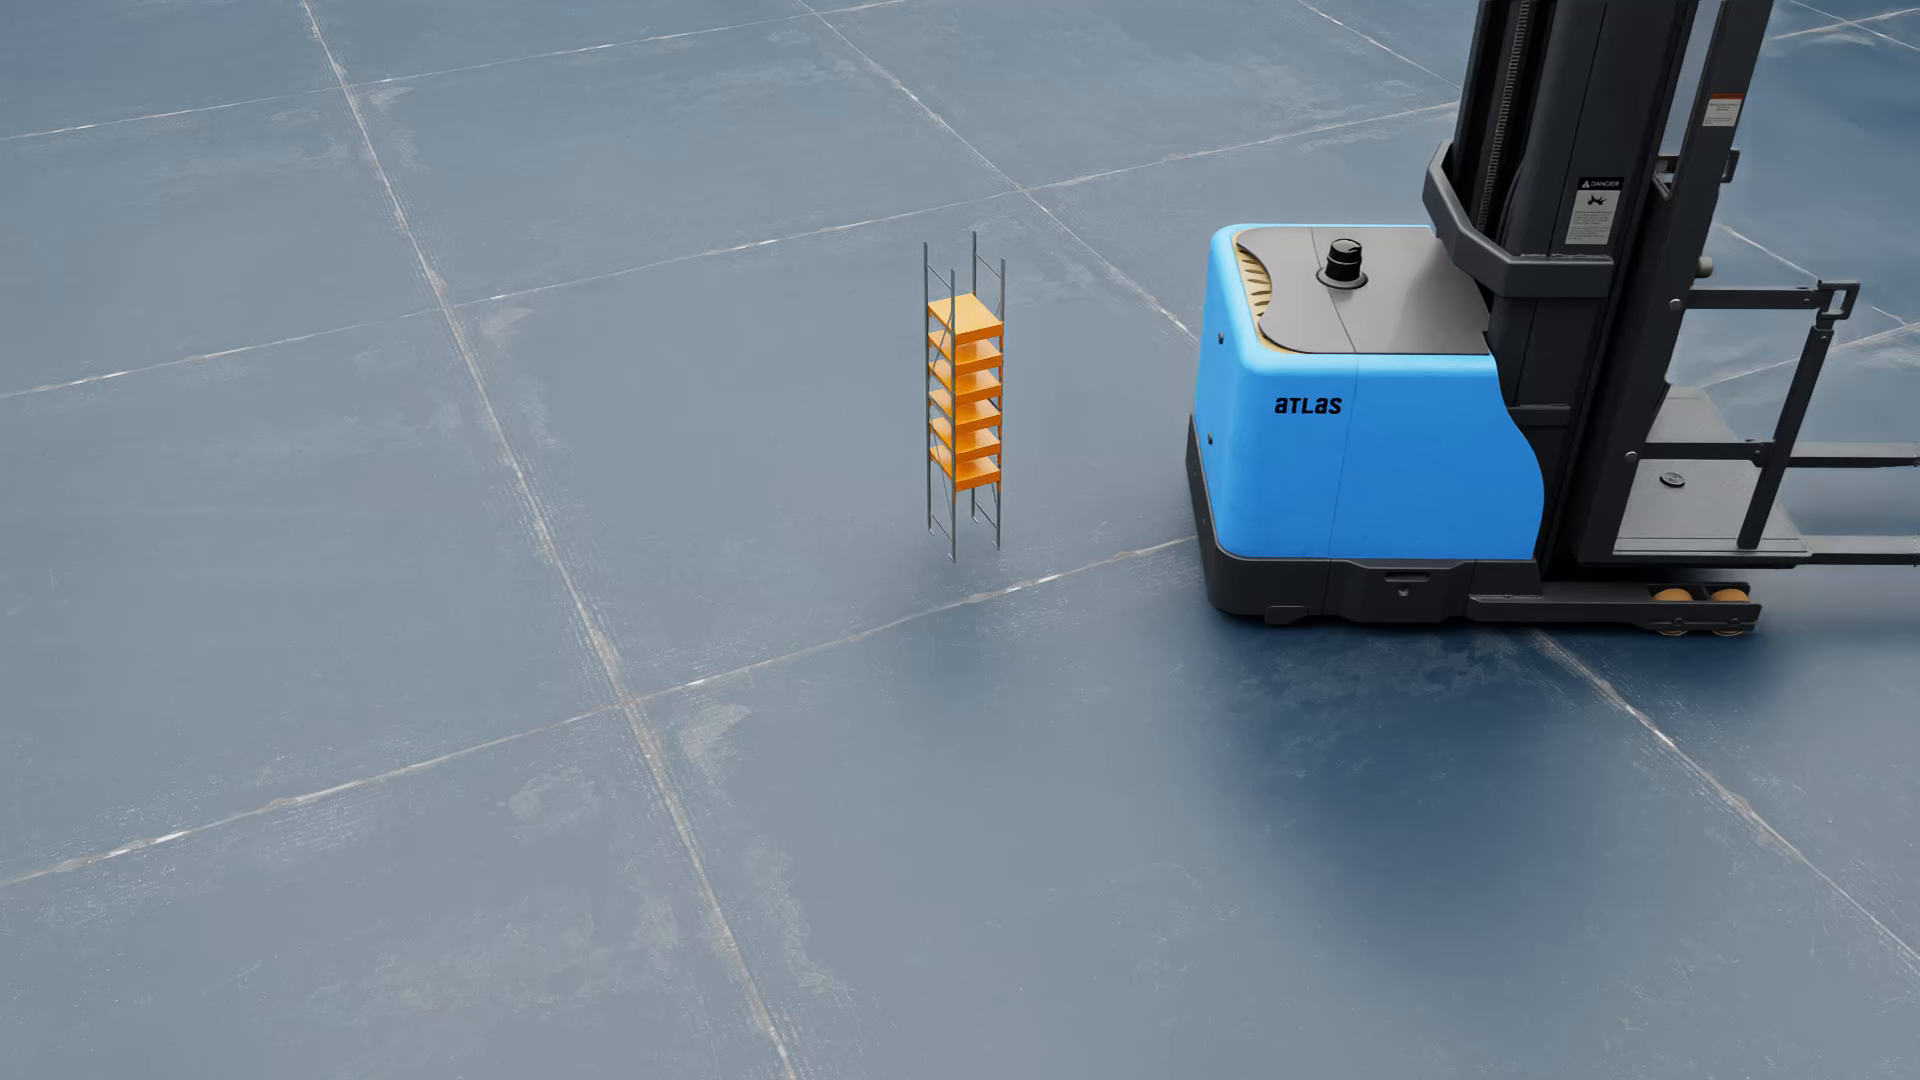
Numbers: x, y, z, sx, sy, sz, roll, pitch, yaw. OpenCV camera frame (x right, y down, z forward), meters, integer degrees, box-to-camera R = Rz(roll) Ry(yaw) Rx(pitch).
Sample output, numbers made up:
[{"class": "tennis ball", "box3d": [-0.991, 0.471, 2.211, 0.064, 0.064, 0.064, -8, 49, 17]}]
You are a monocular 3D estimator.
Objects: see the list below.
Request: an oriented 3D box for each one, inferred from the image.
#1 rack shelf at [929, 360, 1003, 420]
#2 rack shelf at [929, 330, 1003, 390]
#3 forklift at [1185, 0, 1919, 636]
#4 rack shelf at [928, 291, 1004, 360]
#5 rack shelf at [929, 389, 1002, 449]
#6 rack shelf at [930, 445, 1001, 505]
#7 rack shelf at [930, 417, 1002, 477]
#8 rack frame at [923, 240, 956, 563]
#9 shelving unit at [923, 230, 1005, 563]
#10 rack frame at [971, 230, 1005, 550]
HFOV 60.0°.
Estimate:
[{"class": "rack shelf", "box3d": [0.013, -0.546, 5.852, 0.180, 0.103, 0.258, -16, 39, -20]}, {"class": "rack shelf", "box3d": [0.013, -0.643, 5.781, 0.180, 0.103, 0.258, -16, 39, -20]}, {"class": "forklift", "box3d": [2.397, -1.162, 5.357, 3.031, 2.935, 1.130, 0, 37, 0]}, {"class": "rack shelf", "box3d": [0.013, -0.739, 5.710, 0.180, 0.103, 0.258, -16, 39, -20]}, {"class": "rack shelf", "box3d": [0.013, -0.450, 5.924, 0.180, 0.103, 0.258, -16, 39, -20]}, {"class": "rack shelf", "box3d": [0.013, -0.257, 6.067, 0.180, 0.103, 0.258, -16, 39, -20]}, {"class": "rack shelf", "box3d": [0.013, -0.354, 5.995, 0.180, 0.103, 0.258, -16, 39, -20]}, {"class": "rack frame", "box3d": [-0.070, -0.462, 5.866, 0.006, 1.200, 0.240, -16, 39, -20]}, {"class": "shelving unit", "box3d": [0.013, -0.486, 5.898, 0.189, 1.200, 0.258, -16, 39, -20]}, {"class": "rack frame", "box3d": [0.096, -0.509, 5.929, 0.006, 1.200, 0.240, -16, 39, -20]}]
